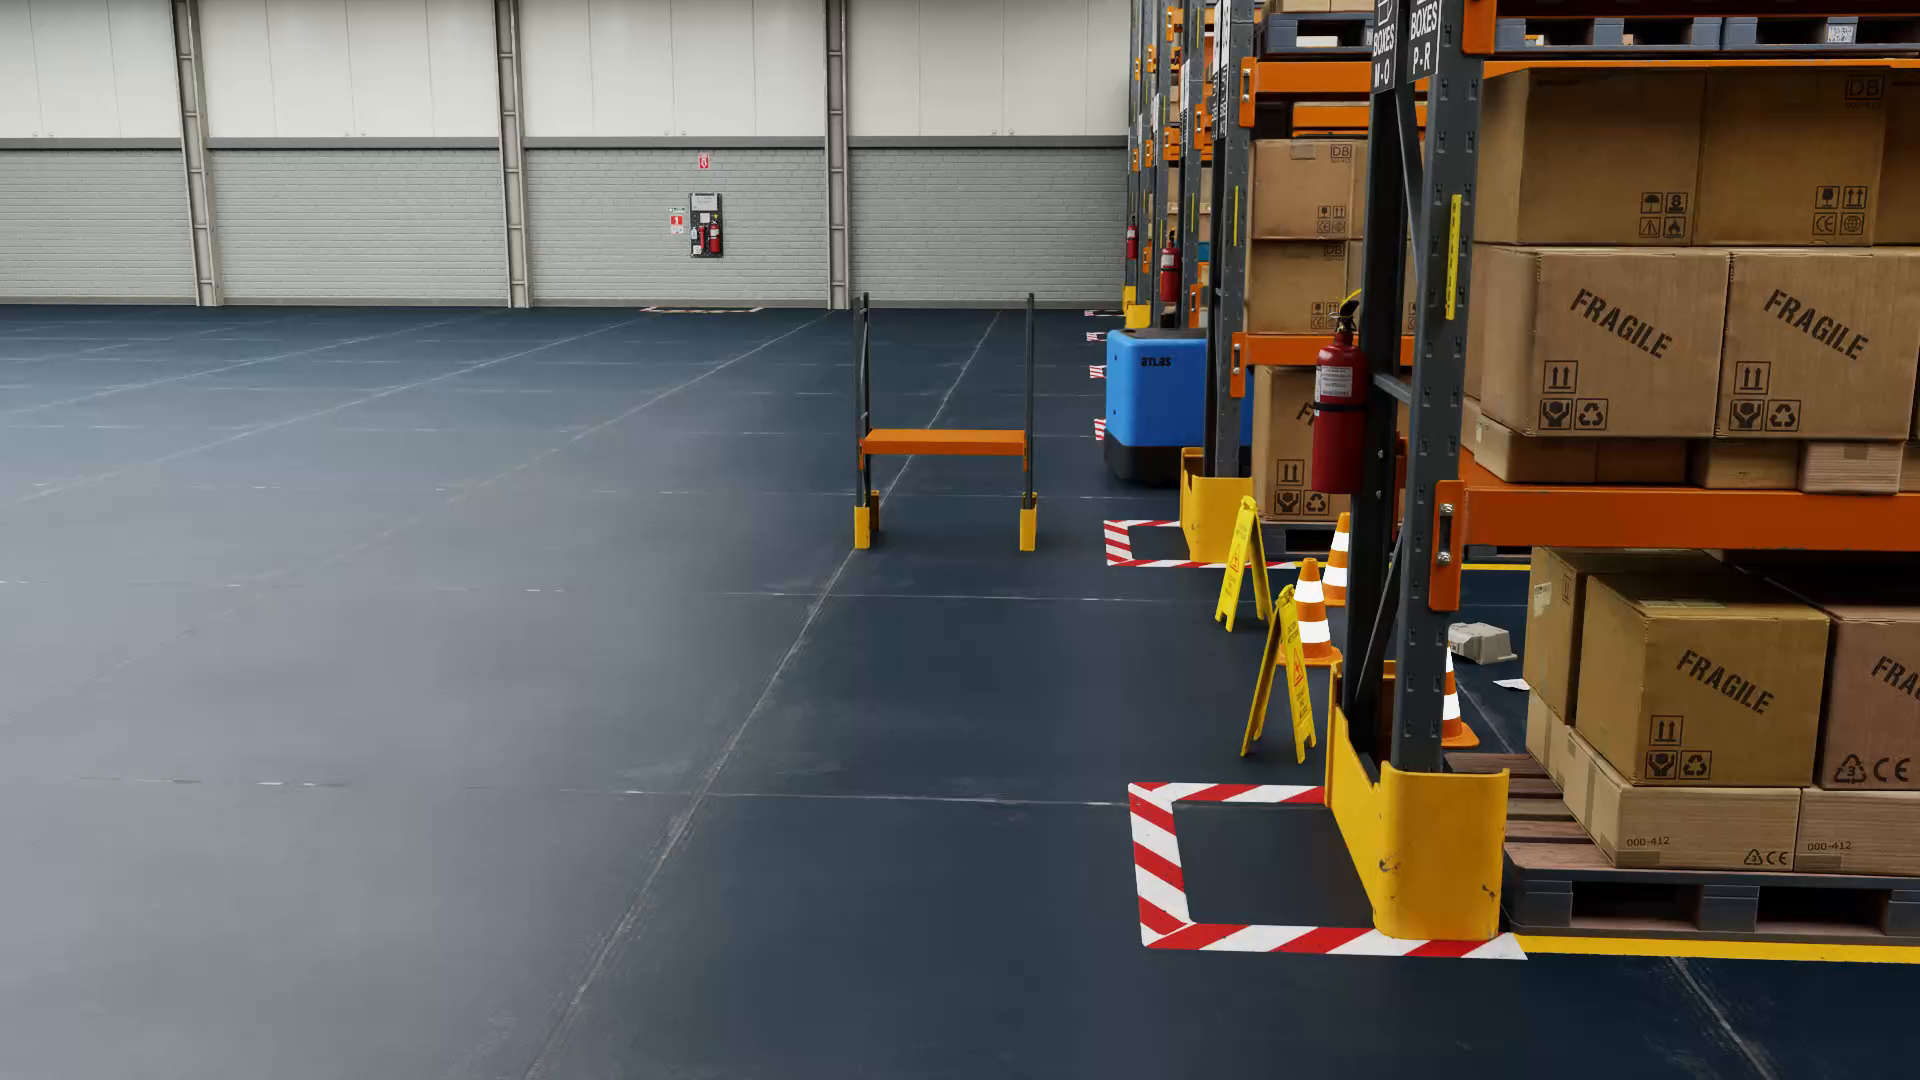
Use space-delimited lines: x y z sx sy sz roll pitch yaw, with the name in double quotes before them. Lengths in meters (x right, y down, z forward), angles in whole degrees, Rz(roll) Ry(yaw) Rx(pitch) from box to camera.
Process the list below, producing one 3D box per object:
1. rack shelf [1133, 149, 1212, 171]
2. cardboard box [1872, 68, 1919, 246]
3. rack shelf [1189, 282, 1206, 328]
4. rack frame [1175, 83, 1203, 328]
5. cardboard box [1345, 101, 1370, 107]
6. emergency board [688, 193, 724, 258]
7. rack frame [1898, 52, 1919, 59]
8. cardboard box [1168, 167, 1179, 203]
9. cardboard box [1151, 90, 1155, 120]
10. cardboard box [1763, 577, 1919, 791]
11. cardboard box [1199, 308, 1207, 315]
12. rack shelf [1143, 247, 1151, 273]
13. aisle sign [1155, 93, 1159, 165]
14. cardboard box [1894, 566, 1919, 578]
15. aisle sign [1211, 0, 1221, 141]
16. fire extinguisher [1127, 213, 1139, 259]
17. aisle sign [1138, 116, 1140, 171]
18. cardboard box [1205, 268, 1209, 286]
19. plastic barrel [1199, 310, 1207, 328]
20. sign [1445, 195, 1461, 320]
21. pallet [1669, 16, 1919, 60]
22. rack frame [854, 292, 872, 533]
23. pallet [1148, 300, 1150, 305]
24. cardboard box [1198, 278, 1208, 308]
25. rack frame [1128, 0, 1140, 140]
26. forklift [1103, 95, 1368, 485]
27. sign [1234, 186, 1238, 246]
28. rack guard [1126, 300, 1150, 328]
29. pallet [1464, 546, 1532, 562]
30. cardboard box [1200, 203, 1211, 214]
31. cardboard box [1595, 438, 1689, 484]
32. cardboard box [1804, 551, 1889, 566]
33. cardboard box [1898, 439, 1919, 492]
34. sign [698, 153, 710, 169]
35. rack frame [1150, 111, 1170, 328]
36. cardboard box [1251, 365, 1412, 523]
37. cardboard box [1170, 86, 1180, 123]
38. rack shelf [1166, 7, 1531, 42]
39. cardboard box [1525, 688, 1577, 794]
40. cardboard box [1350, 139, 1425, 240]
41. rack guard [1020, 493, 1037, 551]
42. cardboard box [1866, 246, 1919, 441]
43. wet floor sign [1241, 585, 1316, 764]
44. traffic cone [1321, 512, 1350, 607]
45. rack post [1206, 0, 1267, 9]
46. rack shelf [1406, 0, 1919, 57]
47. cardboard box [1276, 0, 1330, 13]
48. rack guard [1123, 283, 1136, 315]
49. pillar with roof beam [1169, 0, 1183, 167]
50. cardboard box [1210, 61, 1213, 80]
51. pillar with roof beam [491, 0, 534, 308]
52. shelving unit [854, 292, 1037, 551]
"rack shelf" 4.997 -6.588 28.867 4.000 0.370 1.077 1 12 4
"cardboard box" 2.891 -1.166 5.104 0.500 0.500 0.700 1 12 3
"rack shelf" 4.004 -2.084 14.662 4.000 0.370 1.077 1 12 4
"rack frame" 2.008 -2.464 14.719 0.127 3.000 1.000 1 12 4
"cardboard box" 3.481 -3.786 14.079 0.500 0.250 0.500 1 12 4
"emergency board" -4.692 -5.790 30.622 0.643 1.169 0.194 1 12 4
"rack frame" 5.567 -1.397 9.620 0.127 3.000 1.000 1 12 4
"cardboard box" 3.192 -5.161 24.204 0.500 0.500 0.700 1 12 4
"cardboard box" 3.370 -7.461 28.548 0.500 0.500 0.500 0 12 0
"cardboard box" 2.678 0.408 4.849 0.500 0.500 0.500 0 12 2
"cardboard box" 3.693 -3.288 24.351 0.500 0.250 0.500 1 12 4
"rack shelf" 4.670 -4.108 24.336 4.000 0.370 1.077 1 12 4
"aisle sign" 2.248 -4.689 19.009 0.004 0.787 0.394 1 12 4
"cardboard box" 3.187 0.307 5.334 0.500 0.500 0.500 1 12 2
"aisle sign" 1.525 -2.786 9.913 0.004 0.787 0.394 1 12 4
"fire extinguisher" 2.587 -4.546 24.863 0.183 0.674 0.296 1 12 4
"aisle sign" 2.628 -5.821 24.419 0.004 0.787 0.394 1 12 4
"cardboard box" 2.277 -2.288 14.493 0.250 0.149 0.380 1 12 4
"plastic barrel" 3.001 -2.470 19.800 0.421 0.512 0.421 0 12 0
"sign" 1.310 -0.752 4.422 0.005 0.325 0.100 1 12 4
"pallet" 4.752 -2.835 9.386 1.213 0.211 1.003 1 12 4
"rack frame" -0.592 -0.742 10.153 0.032 1.500 0.500 1 12 4
"pallet" 3.885 -4.115 29.425 1.213 0.211 1.003 1 12 4
"cardboard box" 3.693 -3.655 24.272 0.500 0.500 0.500 1 12 4
"rack frame" 3.001 -8.436 28.617 0.127 3.000 1.000 1 12 4
"forklift" 2.651 -1.925 12.311 3.031 2.935 1.130 -1 12 -3
"sign" 1.533 -1.801 9.243 0.005 0.325 0.100 1 12 4
"rack guard" 2.650 -3.264 24.651 0.348 0.500 1.175 1 12 4
"pallet" 3.593 -0.075 10.109 1.213 0.211 1.003 1 12 4
"cardboard box" 3.564 -4.798 24.049 0.250 0.149 0.380 1 12 4
"cardboard box" 1.924 -0.269 4.840 0.250 0.149 0.380 1 12 5
"cardboard box" 2.784 -0.030 5.360 0.250 0.149 0.380 1 12 5
"cardboard box" 2.694 -0.239 4.697 0.250 0.149 0.380 1 12 5
"sign" -4.693 -6.945 30.483 0.199 0.298 0.001 1 12 4
"rack frame" 2.339 -3.475 19.556 0.127 3.000 1.000 1 12 4
"cardboard box" 2.257 -0.621 10.076 0.875 0.875 0.875 1 12 4
"cardboard box" 3.247 -6.271 23.977 0.637 0.503 0.797 2 12 8
"rack shelf" 4.335 -5.837 18.926 4.000 0.370 1.077 1 12 4
"cardboard box" 2.195 0.658 5.488 0.500 0.250 0.500 1 12 3
"cardboard box" 2.499 -2.052 9.748 0.550 0.550 0.875 1 12 4
"rack guard" 0.421 -0.117 10.215 0.087 0.250 0.587 1 12 4
"cardboard box" 2.826 -0.557 4.635 0.500 0.500 0.500 1 12 3
"wet floor sign" 1.228 0.492 6.339 0.232 0.644 0.267 5 13 23
"traffic cone" 2.011 0.087 8.720 0.334 0.463 0.336 1 12 4
"rack post" 3.085 -6.131 18.819 0.954 0.300 0.937 2 12 10
"rack shelf" 3.342 -1.528 4.676 4.000 0.370 1.077 1 12 4
"cardboard box" 1.897 -2.981 9.211 0.250 0.149 0.380 1 12 4
"rack guard" 3.077 -4.275 29.483 0.348 0.500 1.175 1 12 4
"pillar with roof beam" 3.470 -7.723 25.212 0.400 9.000 9.100 1 12 4
"cardboard box" 2.268 -4.002 14.143 0.250 0.149 0.380 1 12 3
"pillar with roof beam" -8.503 -7.888 25.997 0.400 9.000 9.100 1 12 4
"shelving unit" -0.076 -0.735 10.119 1.083 1.500 0.587 1 12 4
